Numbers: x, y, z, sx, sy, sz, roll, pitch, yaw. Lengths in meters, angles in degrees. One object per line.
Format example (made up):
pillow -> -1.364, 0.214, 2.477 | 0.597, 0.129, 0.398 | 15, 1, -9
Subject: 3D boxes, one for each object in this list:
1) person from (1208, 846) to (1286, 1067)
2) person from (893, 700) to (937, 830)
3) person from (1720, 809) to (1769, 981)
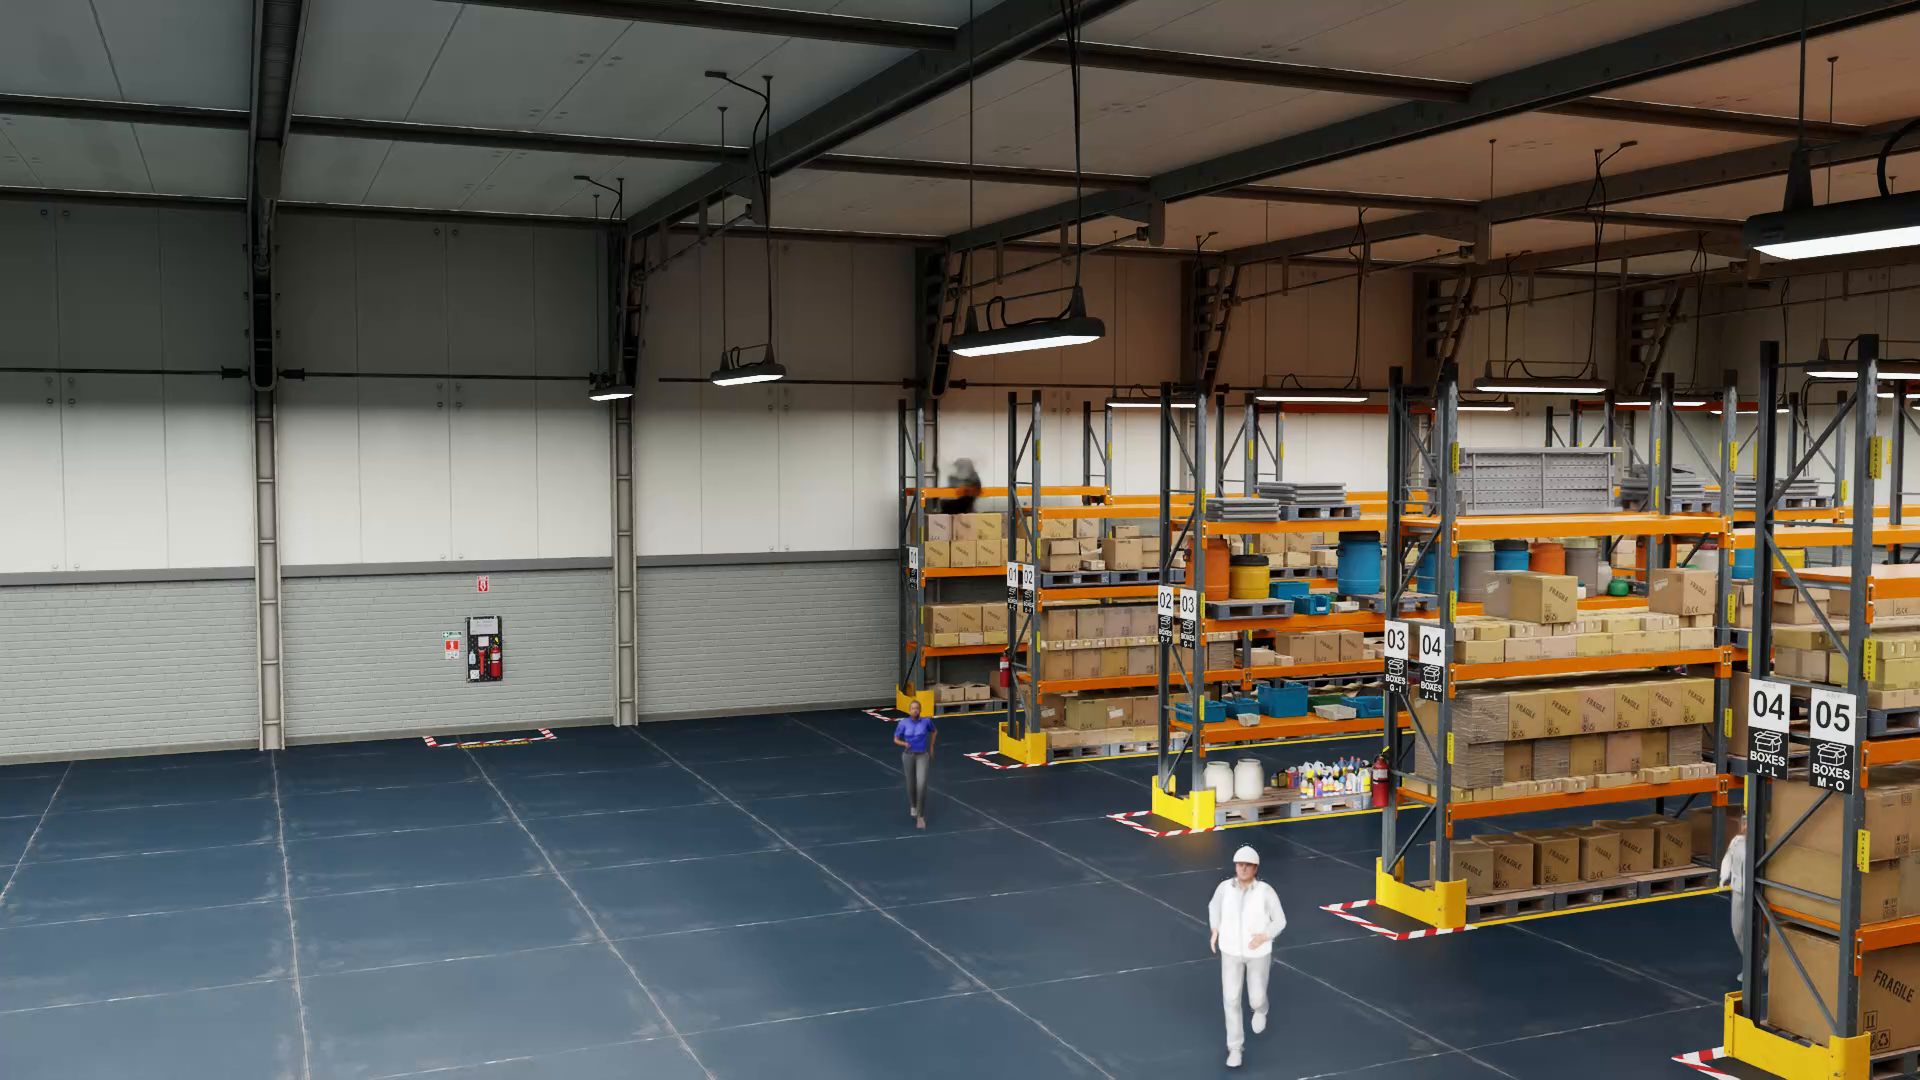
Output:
person -> 2.406, 3.453, 14.033 | 0.684, 1.750, 0.907 | 1, 4, 19
person -> -0.611, 3.015, 22.556 | 0.570, 1.713, 0.788 | 0, 3, 4
person -> 7.598, 3.398, 15.997 | 0.542, 1.664, 0.625 | -2, 4, -31
